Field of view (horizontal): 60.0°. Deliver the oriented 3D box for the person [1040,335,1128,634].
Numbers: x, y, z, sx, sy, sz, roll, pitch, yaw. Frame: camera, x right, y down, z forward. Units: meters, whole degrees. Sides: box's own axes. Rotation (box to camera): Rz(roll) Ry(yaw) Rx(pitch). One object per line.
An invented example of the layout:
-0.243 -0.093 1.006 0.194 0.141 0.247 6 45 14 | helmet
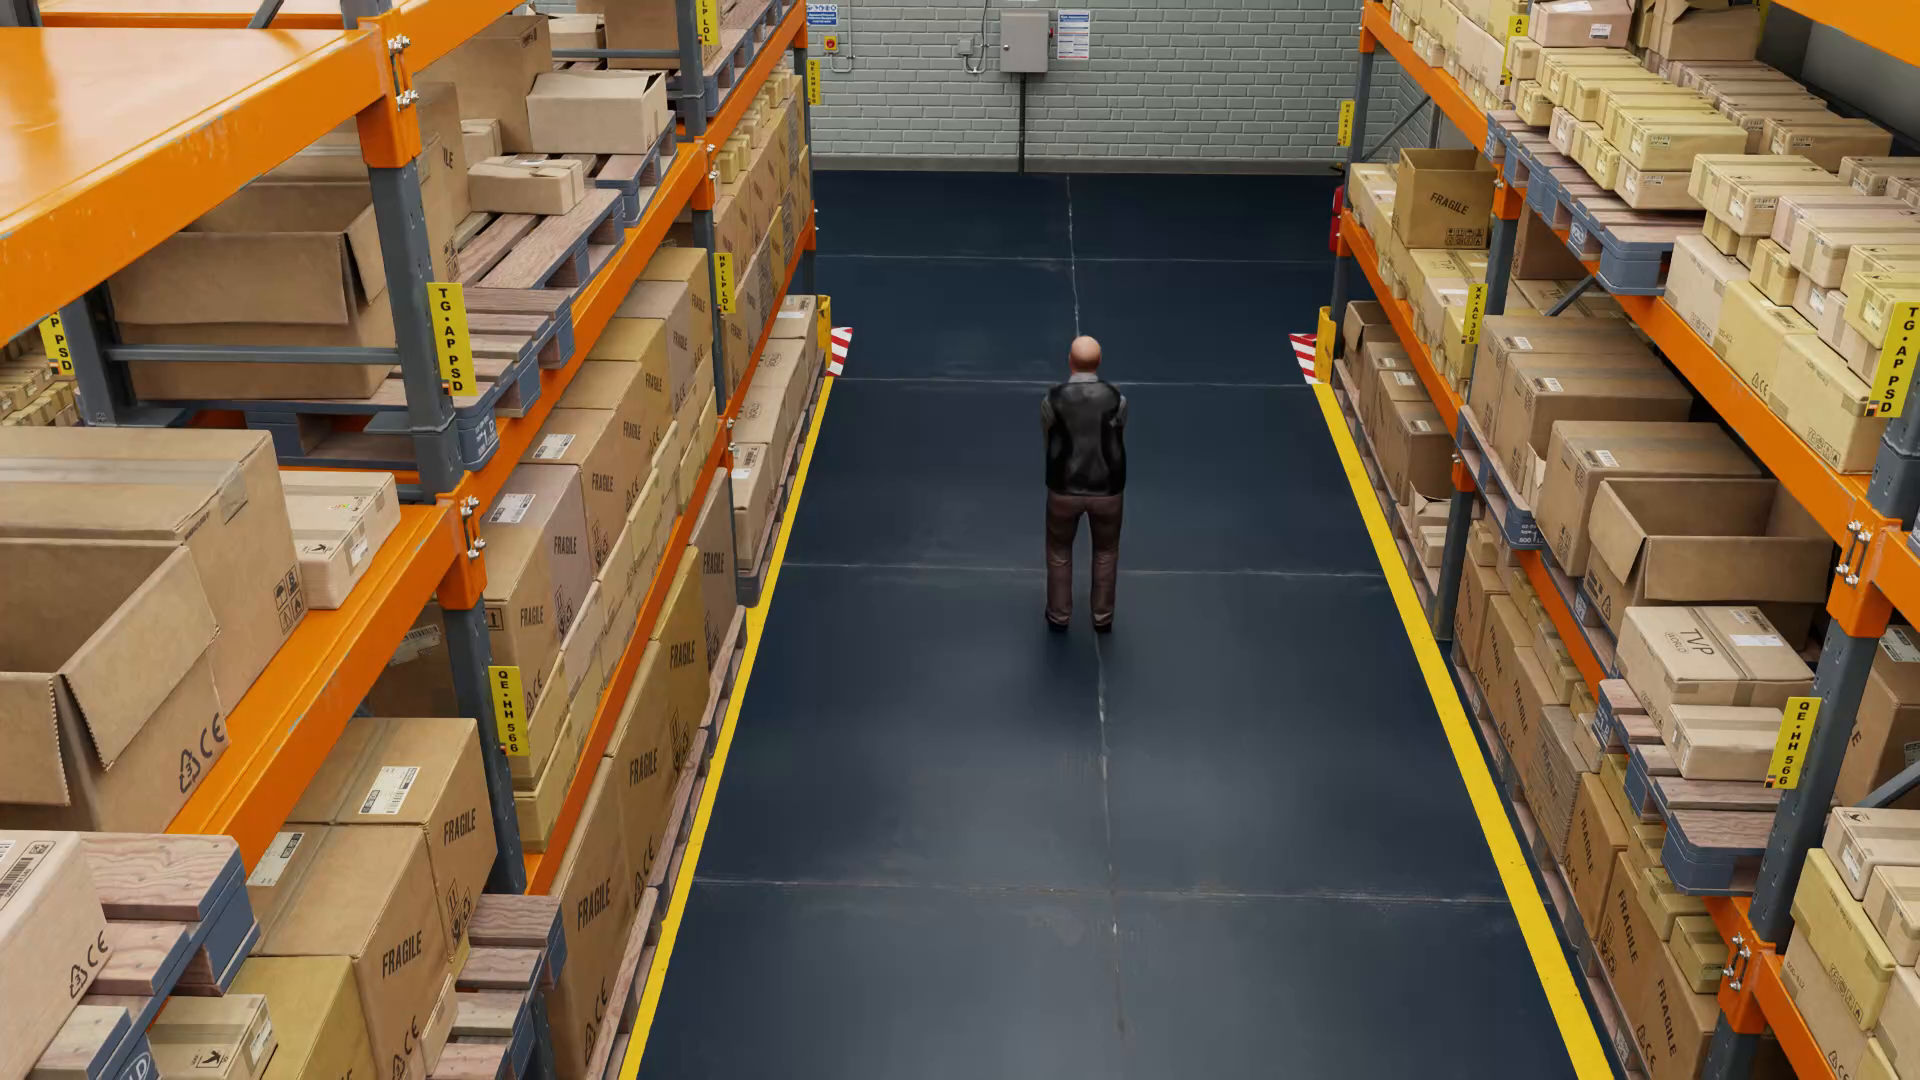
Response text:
0.677 -0.313 9.280 0.479 1.691 0.572 0 28 1 | person
